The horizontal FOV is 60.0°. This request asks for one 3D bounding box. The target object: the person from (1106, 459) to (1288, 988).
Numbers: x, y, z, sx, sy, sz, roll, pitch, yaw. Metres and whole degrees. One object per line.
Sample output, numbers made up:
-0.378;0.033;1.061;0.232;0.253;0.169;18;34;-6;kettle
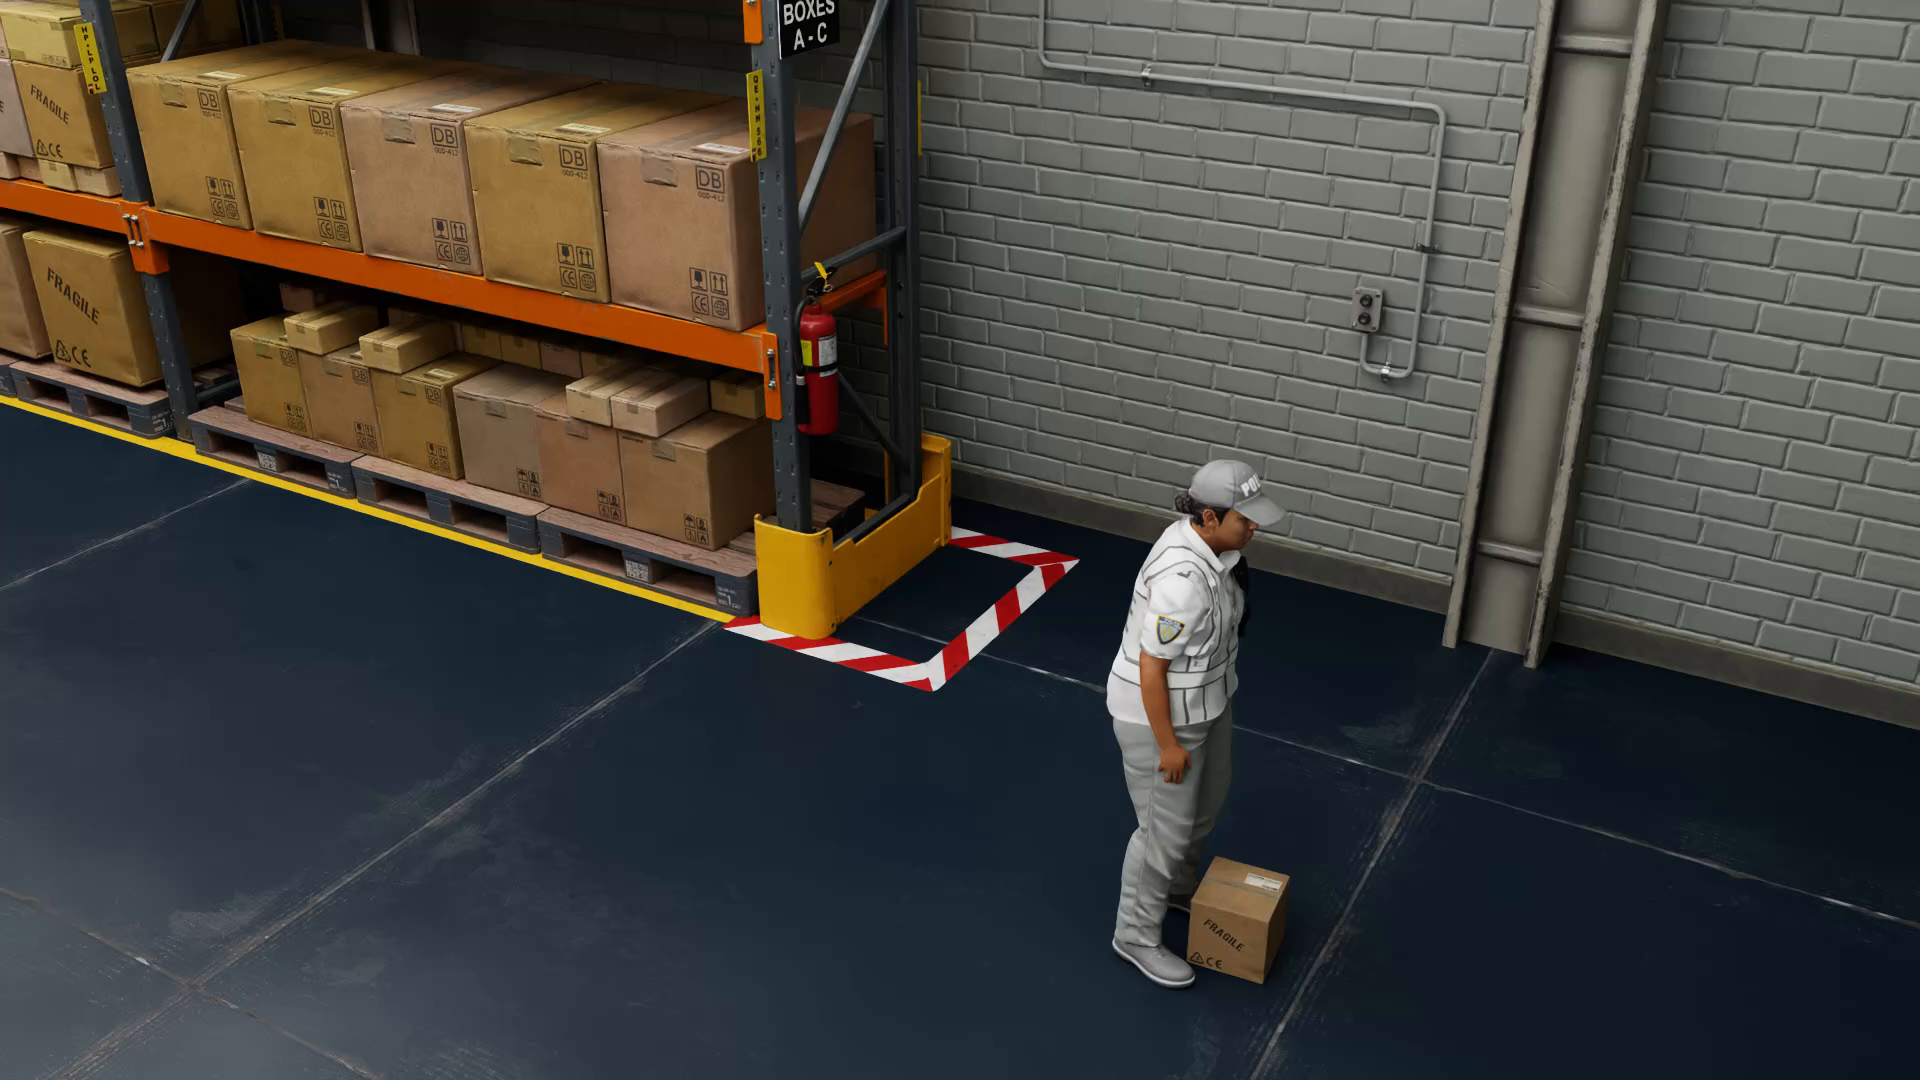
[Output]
0.695;0.525;5.064;0.466;1.667;0.560;13;30;24;person
